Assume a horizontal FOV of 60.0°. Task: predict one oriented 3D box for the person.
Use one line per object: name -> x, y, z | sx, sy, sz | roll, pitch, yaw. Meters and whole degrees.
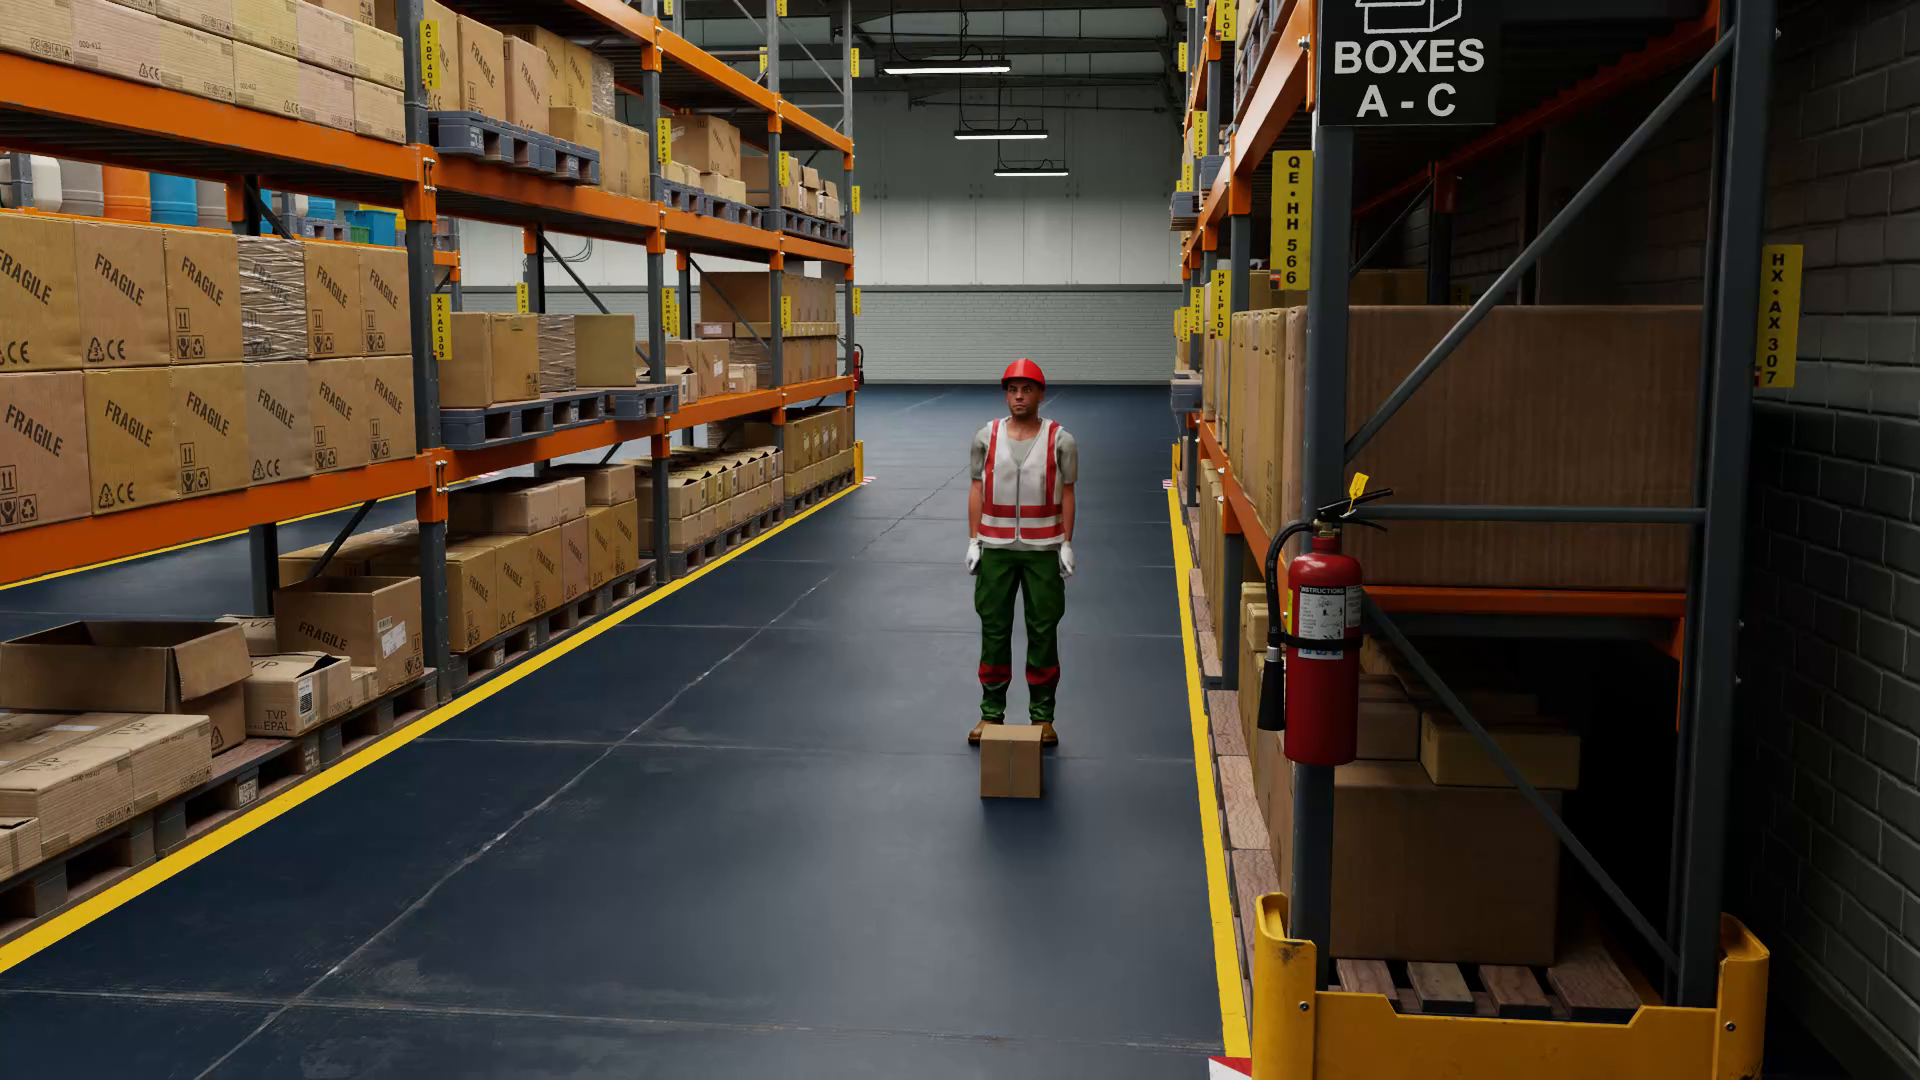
person -> 0.282, 0.052, 7.790 | 0.528, 1.794, 0.386 | 1, 8, 7
